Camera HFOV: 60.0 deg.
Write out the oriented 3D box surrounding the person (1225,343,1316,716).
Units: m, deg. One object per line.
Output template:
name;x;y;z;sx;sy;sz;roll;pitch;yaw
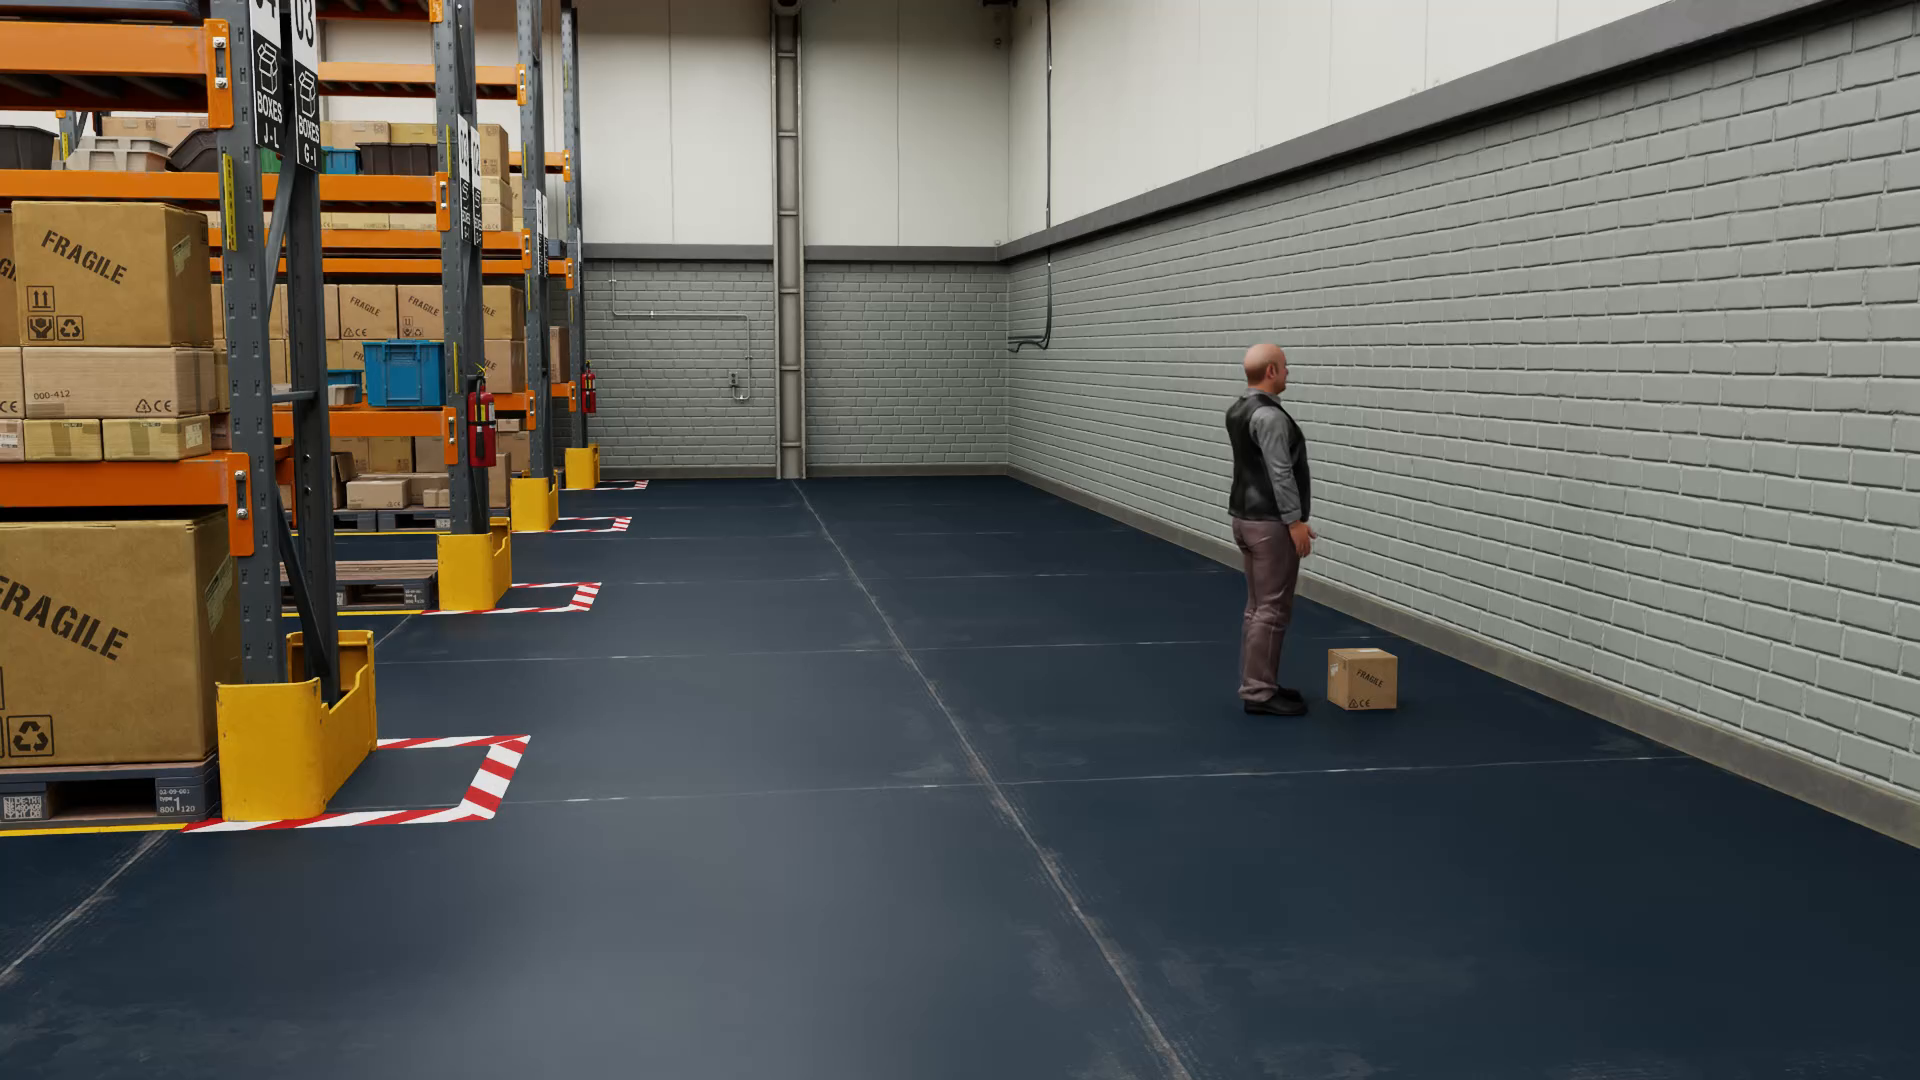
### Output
person;1.477;-0.055;7.849;0.405;1.734;0.545;-1;6;-7
